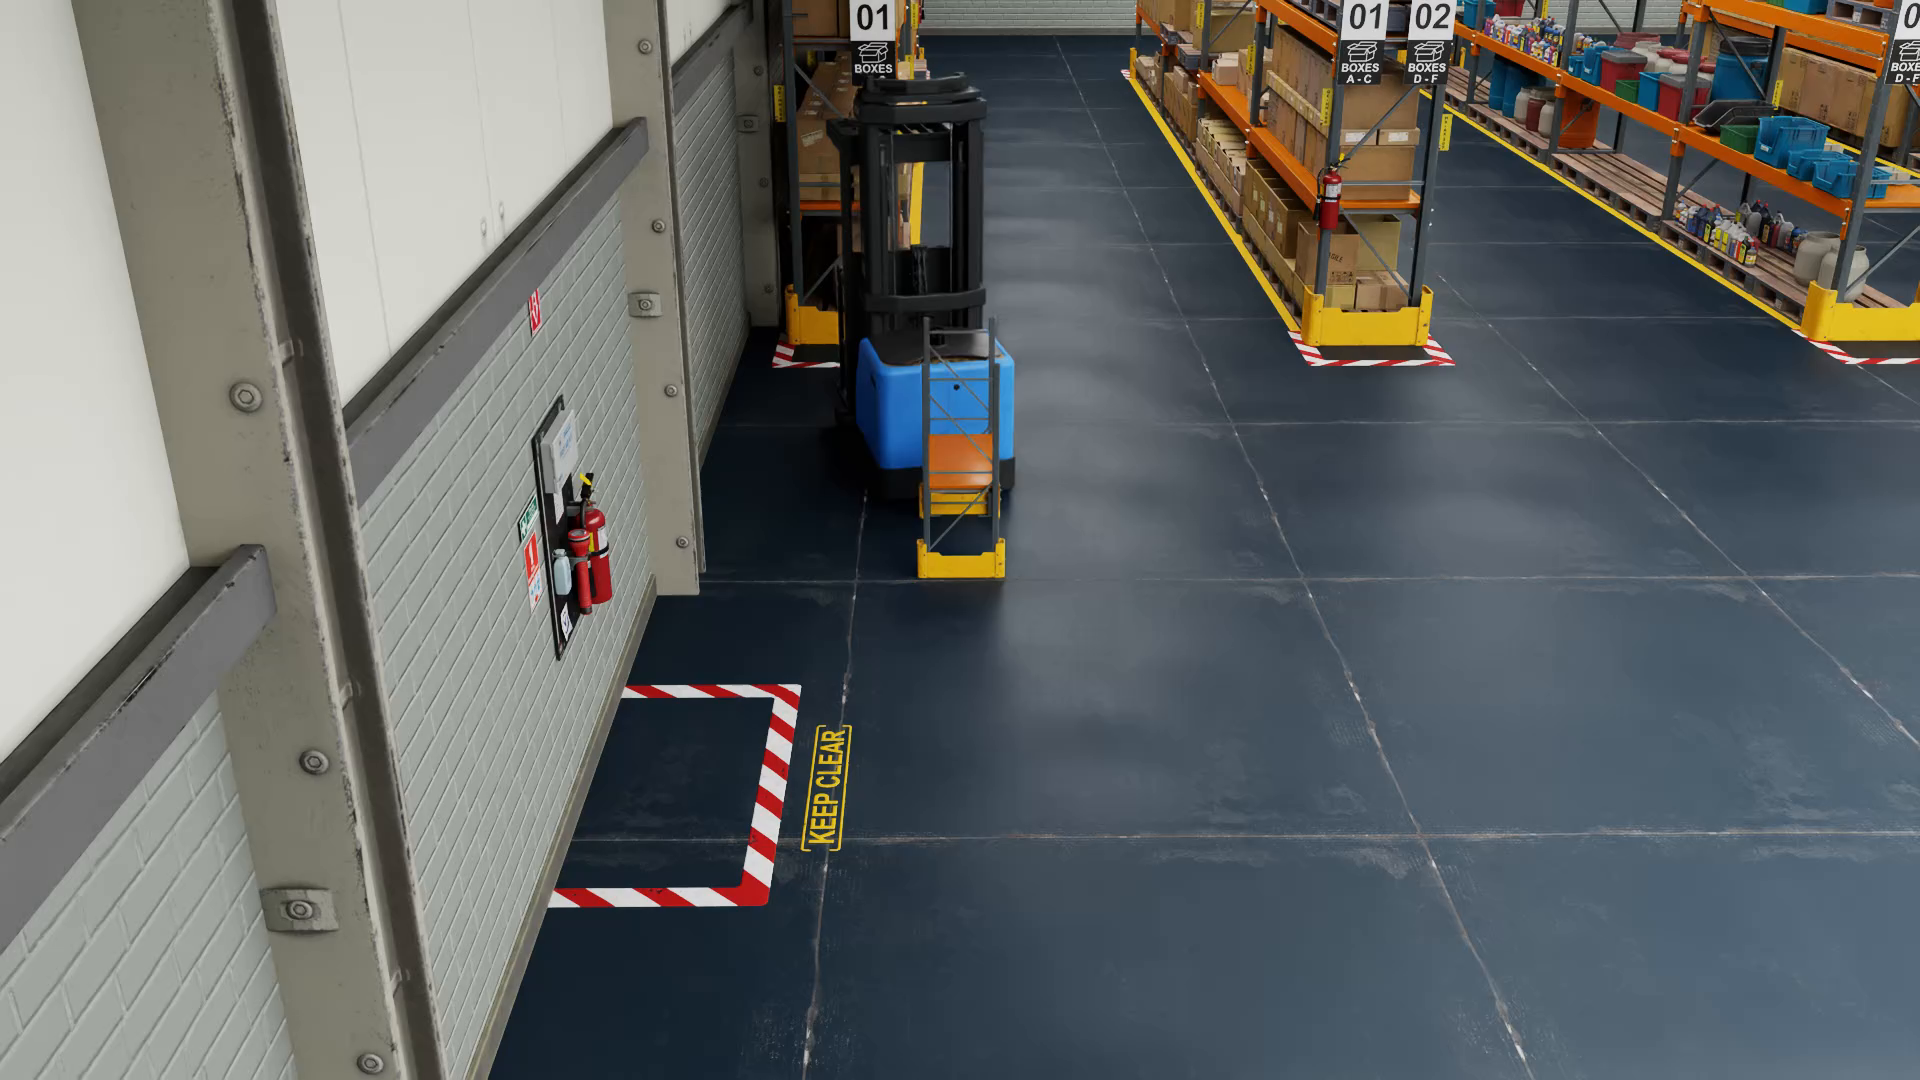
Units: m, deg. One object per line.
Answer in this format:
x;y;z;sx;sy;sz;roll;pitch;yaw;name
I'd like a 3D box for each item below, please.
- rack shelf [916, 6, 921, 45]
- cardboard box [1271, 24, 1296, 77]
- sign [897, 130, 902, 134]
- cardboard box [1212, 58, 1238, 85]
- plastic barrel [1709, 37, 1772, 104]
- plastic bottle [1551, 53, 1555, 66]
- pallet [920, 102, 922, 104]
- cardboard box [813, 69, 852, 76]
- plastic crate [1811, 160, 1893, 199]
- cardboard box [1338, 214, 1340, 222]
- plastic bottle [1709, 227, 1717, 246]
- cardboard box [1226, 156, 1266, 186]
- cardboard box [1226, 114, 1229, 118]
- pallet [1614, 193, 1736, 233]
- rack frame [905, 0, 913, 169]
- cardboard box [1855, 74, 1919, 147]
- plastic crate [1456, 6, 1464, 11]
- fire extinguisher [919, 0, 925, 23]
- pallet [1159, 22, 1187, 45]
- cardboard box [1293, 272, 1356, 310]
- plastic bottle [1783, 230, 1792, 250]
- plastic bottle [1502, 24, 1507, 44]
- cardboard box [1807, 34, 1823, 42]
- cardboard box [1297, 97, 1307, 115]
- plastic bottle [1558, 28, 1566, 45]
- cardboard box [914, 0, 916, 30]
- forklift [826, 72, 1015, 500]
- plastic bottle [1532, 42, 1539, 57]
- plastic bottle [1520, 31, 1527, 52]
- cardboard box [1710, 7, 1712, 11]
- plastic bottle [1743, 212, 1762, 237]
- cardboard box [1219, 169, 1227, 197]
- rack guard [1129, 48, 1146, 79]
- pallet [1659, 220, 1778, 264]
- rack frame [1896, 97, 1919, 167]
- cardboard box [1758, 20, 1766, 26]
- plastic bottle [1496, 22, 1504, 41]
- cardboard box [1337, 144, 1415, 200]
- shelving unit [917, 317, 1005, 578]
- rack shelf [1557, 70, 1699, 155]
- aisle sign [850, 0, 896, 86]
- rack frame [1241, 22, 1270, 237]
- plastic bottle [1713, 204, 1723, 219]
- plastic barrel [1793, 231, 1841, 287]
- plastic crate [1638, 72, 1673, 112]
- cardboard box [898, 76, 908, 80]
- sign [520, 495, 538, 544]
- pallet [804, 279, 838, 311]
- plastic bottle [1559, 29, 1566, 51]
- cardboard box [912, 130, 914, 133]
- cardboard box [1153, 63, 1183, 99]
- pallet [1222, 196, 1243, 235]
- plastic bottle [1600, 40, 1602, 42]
-1.226;-8.716;28.253;1.077;0.370;4.000;0;24;-1;rack shelf
3.848;-5.400;18.355;0.700;0.500;0.500;0;24;0;cardboard box
-0.530;-3.671;15.177;0.100;0.325;0.005;0;24;-1;sign
3.609;-6.185;21.893;0.500;0.311;0.500;-1;24;-1;cardboard box
9.089;-5.356;19.344;0.600;0.901;0.708;0;24;-1;plastic barrel
8.332;-6.737;23.248;0.097;0.201;0.097;0;24;0;plastic bottle
-1.134;-7.262;27.551;1.003;0.211;1.213;0;24;-1;pallet
-1.318;-4.797;17.965;0.500;0.500;0.500;0;24;-1;cardboard box
8.529;-3.456;15.932;0.499;0.251;0.616;0;24;-1;plastic crate
4.071;-3.212;17.130;0.500;0.500;0.500;0;24;-1;cardboard box
8.365;-3.364;18.409;0.097;0.201;0.097;0;24;0;plastic bottle
3.534;-4.520;20.251;0.500;0.311;0.500;0;24;1;cardboard box
4.063;-6.061;24.010;0.500;0.500;0.500;-1;24;-2;cardboard box
8.742;-4.020;20.382;1.003;0.211;1.213;0;24;-1;pallet
-1.160;-6.571;22.639;1.000;3.000;0.127;0;24;-1;rack frame
13.712;-6.145;23.767;1.225;0.875;0.875;-1;24;-3;cardboard box
8.383;-8.887;28.007;0.293;0.136;0.466;0;24;-1;plastic crate
-0.788;-9.726;30.162;0.296;0.674;0.183;0;24;-1;fire extinguisher
3.649;-7.826;25.646;1.003;0.211;1.213;0;24;-1;pallet
3.579;-2.456;16.368;0.500;0.250;0.500;0;24;-1;cardboard box
9.117;-3.301;18.270;0.097;0.201;0.097;0;24;0;plastic bottle
8.290;-7.692;25.258;0.061;0.283;0.133;0;24;-1;plastic bottle
13.417;-7.934;25.530;0.500;0.500;0.500;0;24;0;cardboard box
3.667;-4.435;17.008;0.380;0.149;0.250;-1;24;-1;cardboard box
9.044;-7.537;24.925;0.152;0.276;0.135;0;24;-1;plastic bottle
-0.931;-8.010;25.314;0.500;0.500;0.500;0;24;0;cardboard box
-0.419;-2.210;13.081;1.130;2.935;3.031;-5;25;-12;forklift
8.323;-7.073;23.990;0.097;0.201;0.097;0;24;0;plastic bottle
8.299;-7.329;24.457;0.061;0.283;0.133;0;24;-1;plastic bottle
13.297;-9.353;29.095;0.380;0.149;0.250;-1;24;-1;cardboard box
8.939;-3.572;18.780;0.152;0.276;0.135;0;24;-1;plastic bottle
3.533;-4.474;20.829;0.500;0.250;0.500;0;24;1;cardboard box
3.707;-8.721;30.426;1.175;0.500;0.348;0;24;-1;rack guard
8.755;-3.420;19.055;1.003;0.211;1.213;0;24;-1;pallet
13.699;-6.638;22.786;1.000;3.000;0.127;0;24;-1;rack frame
13.319;-8.508;27.225;0.380;0.149;0.250;-1;24;-1;cardboard box
8.305;-7.814;25.543;0.097;0.271;0.097;0;24;0;plastic bottle
3.888;-3.536;15.807;0.700;0.500;0.500;0;24;-1;cardboard box
0.001;-0.652;11.371;0.587;1.500;1.083;0;24;-1;shelving unit
8.768;-5.464;21.063;1.077;0.370;4.000;0;24;-1;rack shelf
-0.772;-4.431;14.752;0.394;0.787;0.004;0;24;-1;aisle sign
3.837;-4.946;19.047;1.000;3.000;0.127;0;24;-1;rack frame
8.528;-3.627;18.810;0.144;0.351;0.185;0;24;-1;plastic bottle
8.744;-2.854;16.930;0.421;0.512;0.421;0;24;0;plastic barrel
8.467;-5.413;20.098;0.392;0.384;0.575;0;24;-1;plastic crate
-0.796;-4.598;17.525;0.500;0.500;0.500;-1;24;-2;cardboard box
-1.980;-0.099;7.644;0.001;0.109;0.331;0;24;-1;sign
-1.047;-2.370;16.734;1.003;0.211;1.213;0;24;-1;pallet
8.901;-7.354;24.430;0.144;0.351;0.185;0;24;-1;plastic bottle
-1.037;-6.086;23.666;0.750;0.750;0.750;-1;24;-1;cardboard box
3.460;-7.538;27.276;0.500;0.500;0.500;0;24;-1;cardboard box
3.790;-3.979;20.292;1.003;0.211;1.213;0;24;-1;pallet
9.104;-6.988;23.703;0.061;0.283;0.133;0;24;-1;plastic bottle
